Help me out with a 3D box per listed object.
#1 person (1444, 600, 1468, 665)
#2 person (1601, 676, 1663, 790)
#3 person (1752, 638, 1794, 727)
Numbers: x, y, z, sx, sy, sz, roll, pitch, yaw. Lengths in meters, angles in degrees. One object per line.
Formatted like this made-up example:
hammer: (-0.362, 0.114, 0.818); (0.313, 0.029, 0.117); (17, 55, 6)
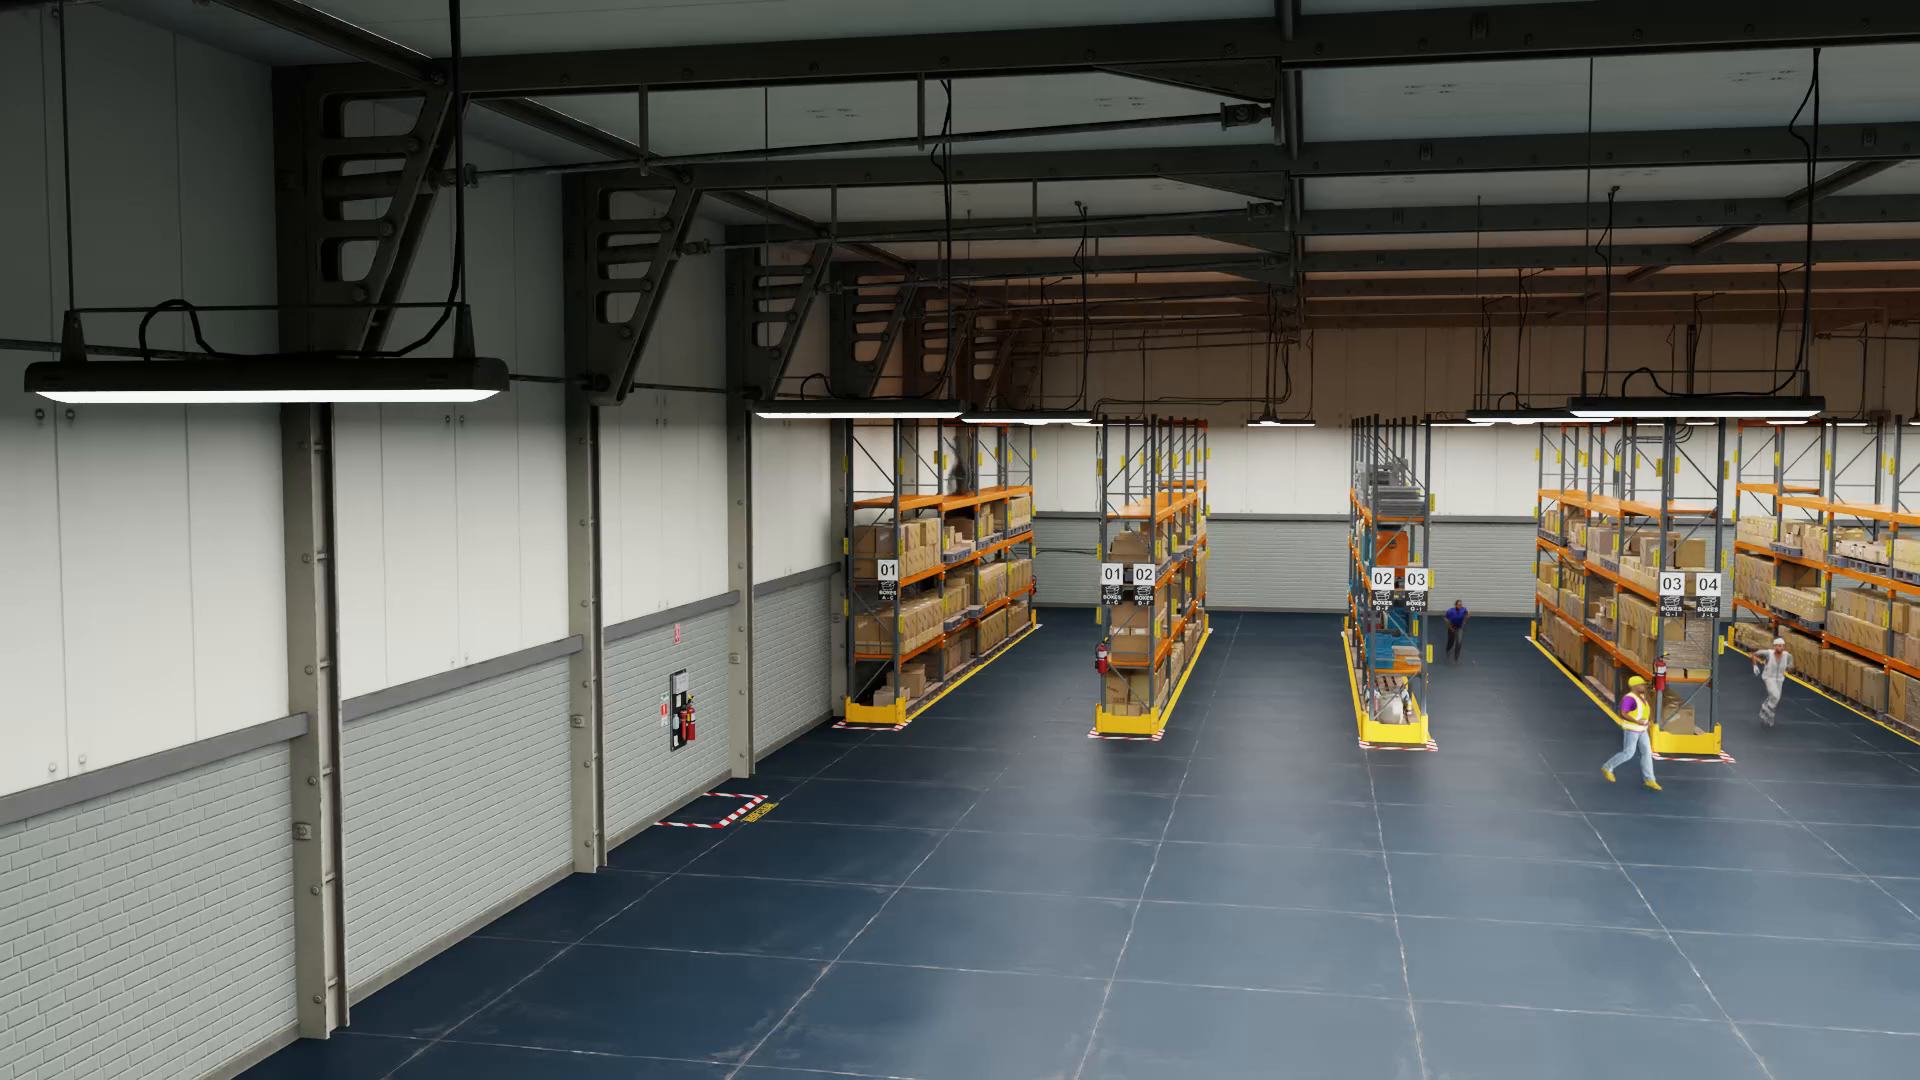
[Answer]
person: (12.156, 2.232, 40.906); (0.601, 1.615, 0.955); (0, 4, -4)
person: (10.814, 3.059, 26.601); (0.742, 1.767, 0.989); (-3, 5, -40)
person: (15.605, 2.714, 31.913); (0.642, 1.718, 0.921); (0, 4, -3)
